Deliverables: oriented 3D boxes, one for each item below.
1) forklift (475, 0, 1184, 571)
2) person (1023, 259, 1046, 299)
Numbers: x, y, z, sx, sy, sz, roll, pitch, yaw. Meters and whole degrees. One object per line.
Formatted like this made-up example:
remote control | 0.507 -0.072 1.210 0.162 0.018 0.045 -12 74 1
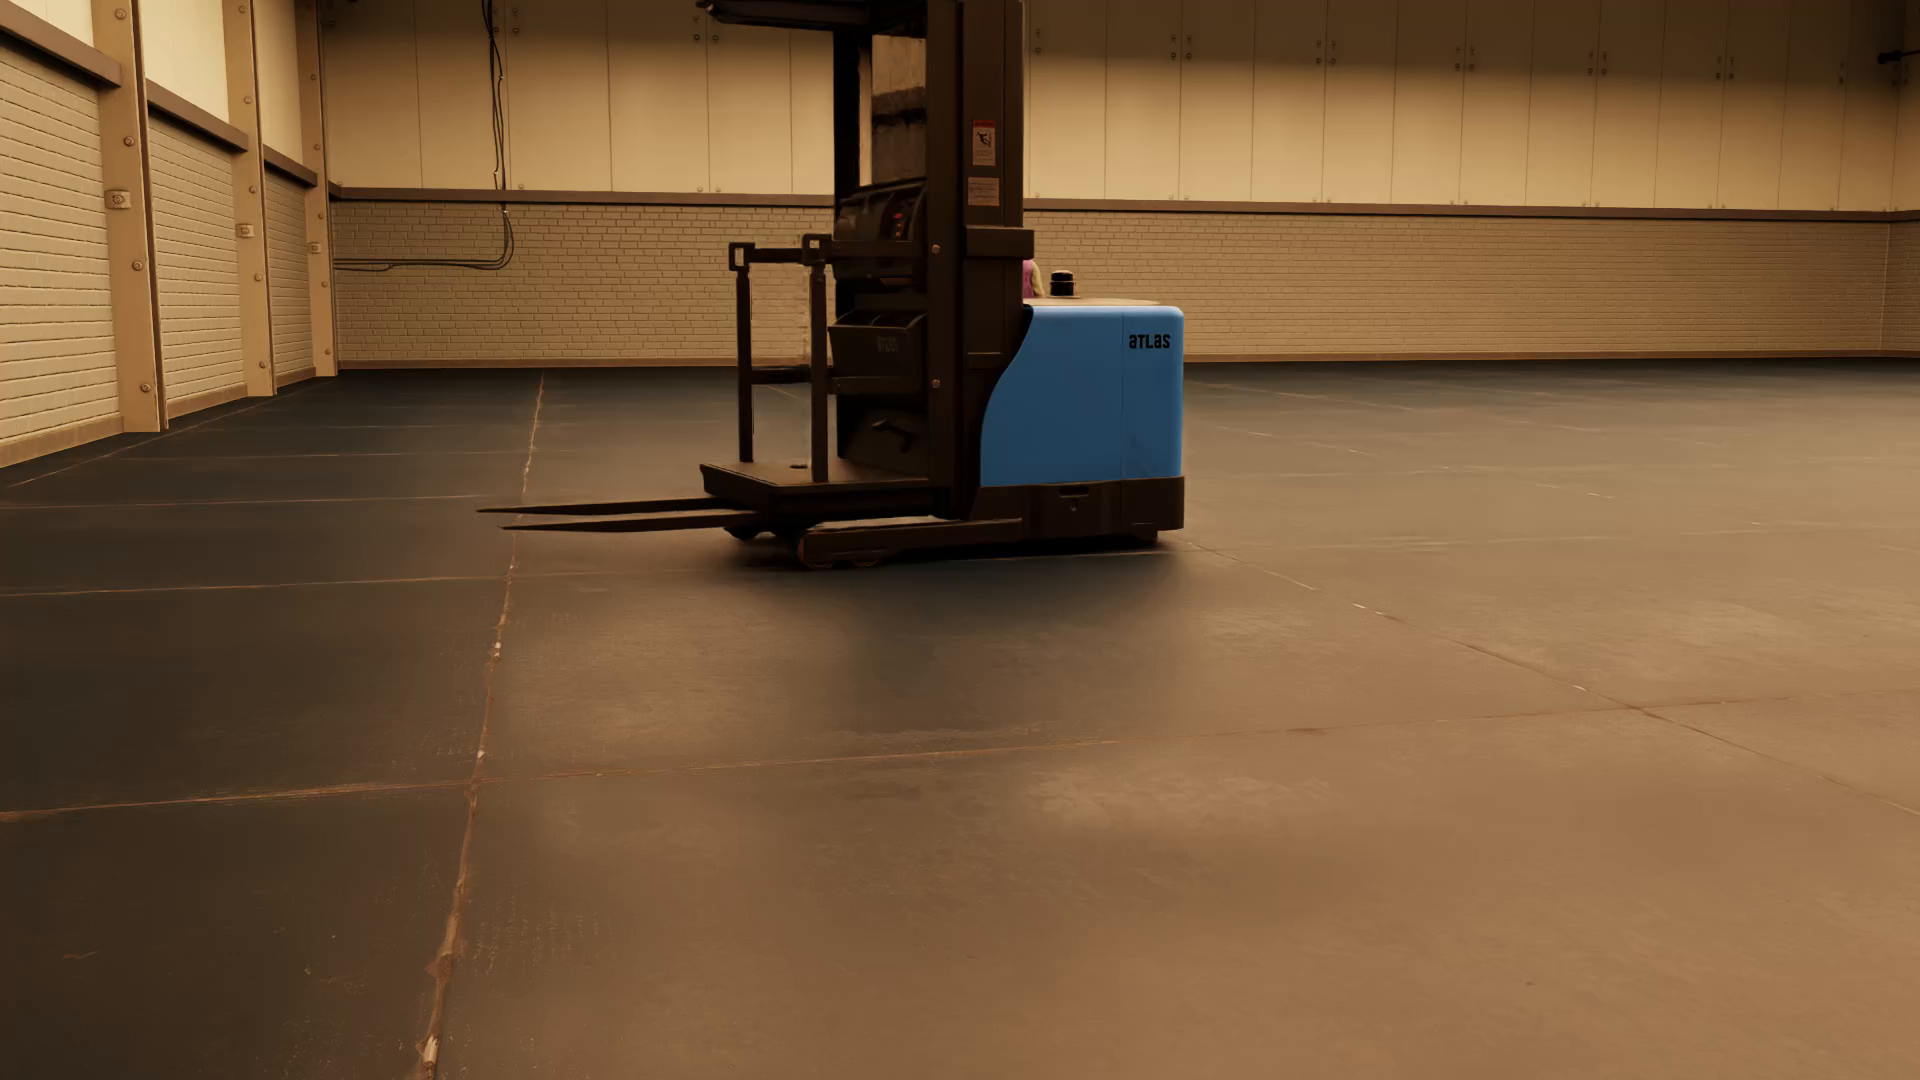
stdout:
forklift | -0.540 -1.409 7.197 3.031 2.935 1.130 -4 9 -25
person | 0.350 -1.218 10.669 0.497 1.611 0.419 1 8 8
